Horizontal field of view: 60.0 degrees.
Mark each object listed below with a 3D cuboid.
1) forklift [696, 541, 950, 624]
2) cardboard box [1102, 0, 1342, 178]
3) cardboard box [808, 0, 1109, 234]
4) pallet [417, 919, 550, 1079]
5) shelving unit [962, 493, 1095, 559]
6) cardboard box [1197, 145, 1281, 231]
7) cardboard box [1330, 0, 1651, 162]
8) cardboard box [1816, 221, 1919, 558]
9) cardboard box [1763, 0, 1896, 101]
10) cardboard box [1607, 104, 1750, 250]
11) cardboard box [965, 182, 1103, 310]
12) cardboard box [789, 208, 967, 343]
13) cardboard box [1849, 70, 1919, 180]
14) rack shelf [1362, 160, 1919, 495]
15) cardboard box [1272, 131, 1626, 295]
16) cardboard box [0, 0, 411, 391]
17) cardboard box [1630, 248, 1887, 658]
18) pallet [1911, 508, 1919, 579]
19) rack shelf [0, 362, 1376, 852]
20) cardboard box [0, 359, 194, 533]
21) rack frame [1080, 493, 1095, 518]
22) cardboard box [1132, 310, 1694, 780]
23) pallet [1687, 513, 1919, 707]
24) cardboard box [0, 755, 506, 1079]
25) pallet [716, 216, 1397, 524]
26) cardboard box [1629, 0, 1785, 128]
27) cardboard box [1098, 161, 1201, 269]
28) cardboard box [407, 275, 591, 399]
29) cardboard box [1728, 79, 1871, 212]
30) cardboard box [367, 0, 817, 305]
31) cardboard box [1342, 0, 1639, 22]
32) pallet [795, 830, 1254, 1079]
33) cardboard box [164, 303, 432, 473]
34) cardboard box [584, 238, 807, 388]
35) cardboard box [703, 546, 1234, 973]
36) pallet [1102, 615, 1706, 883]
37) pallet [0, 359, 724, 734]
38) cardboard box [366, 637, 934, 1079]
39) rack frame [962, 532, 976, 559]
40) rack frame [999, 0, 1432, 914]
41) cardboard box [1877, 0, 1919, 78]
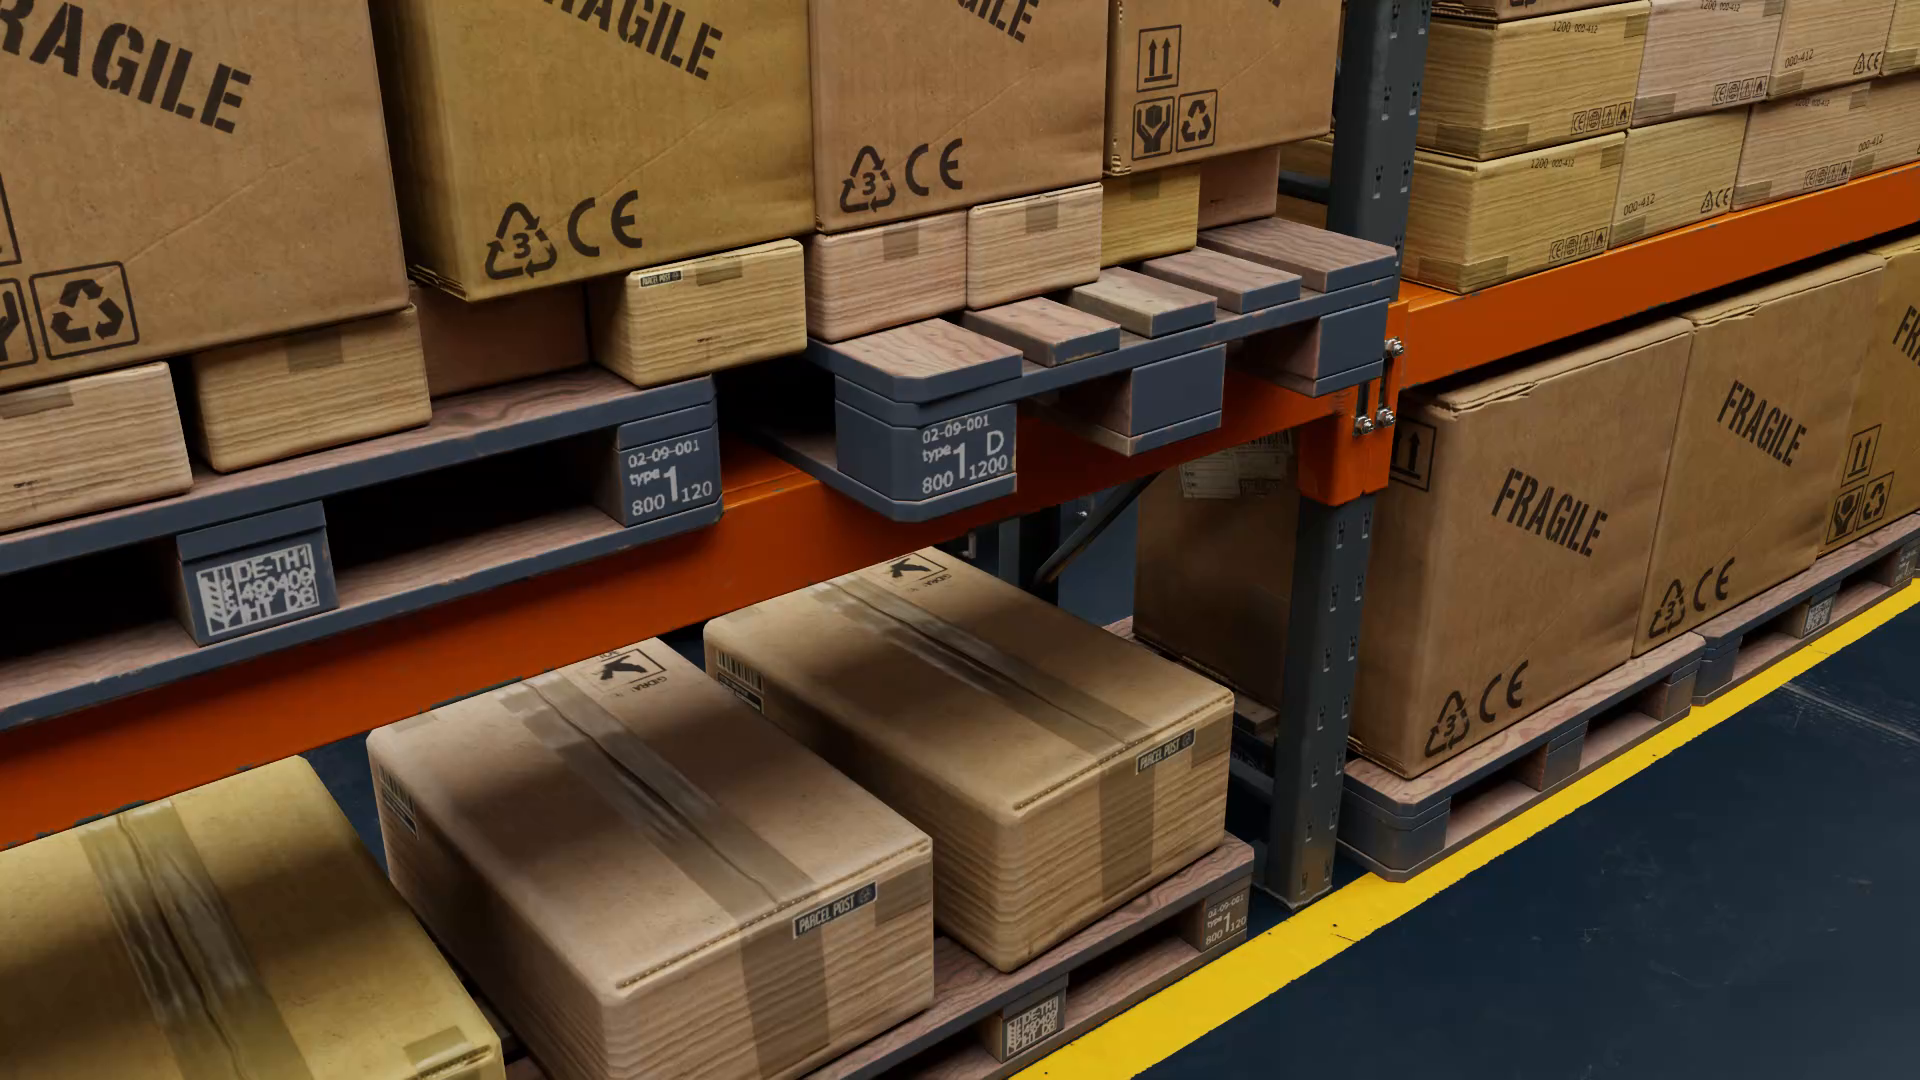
[{"bbox_3d":[-1.598,-1.205,4.364,3.031,2.935,1.130,-4,25,-10],"label":"forklift"},{"bbox_3d":[0.262,-0.907,2.671,0.500,0.500,0.500,-19,31,-35],"label":"cardboard box"},{"bbox_3d":[-0.138,-0.769,2.374,0.500,0.500,0.500,-19,31,-35],"label":"cardboard box"},{"bbox_3d":[-1.127,1.036,2.767,1.213,0.211,1.003,-18,31,-34],"label":"pallet"},{"bbox_3d":[0.164,-0.589,5.094,0.503,1.200,0.258,-18,30,-34],"label":"shelving unit"},{"bbox_3d":[0.336,-0.660,2.909,0.250,0.149,0.380,-17,30,-32],"label":"cardboard box"},{"bbox_3d":[1.000,-0.955,3.329,0.500,0.250,0.500,-19,31,-34],"label":"cardboard box"},{"bbox_3d":[2.452,-0.588,4.978,0.875,0.875,0.875,-17,30,-33],"label":"cardboard box"},{"bbox_3d":[1.807,-1.214,3.888,0.500,0.250,0.500,-18,31,-34],"label":"cardboard box"},{"bbox_3d":[1.382,-0.862,3.722,0.500,0.250,0.500,-19,31,-35],"label":"cardboard box"},{"bbox_3d":[-0.001,-0.486,2.534,0.250,0.149,0.380,-19,31,-34],"label":"cardboard box"},{"bbox_3d":[-0.204,-0.423,2.399,0.250,0.149,0.380,-20,32,-36],"label":"cardboard box"},{"bbox_3d":[2.185,-1.125,4.290,0.500,0.250,0.500,-18,31,-34],"label":"cardboard box"},{"bbox_3d":[2.022,-0.940,4.567,4.000,0.370,1.077,-18,31,-34],"label":"rack shelf"},{"bbox_3d":[0.989,-0.722,3.422,0.500,0.250,0.500,-19,31,-35],"label":"cardboard box"},{"bbox_3d":[-0.964,-0.496,1.785,0.500,0.500,0.500,-20,31,-36],"label":"cardboard box"},{"bbox_3d":[1.748,-0.356,4.478,0.875,0.875,0.875,-18,30,-33],"label":"cardboard box"},{"bbox_3d":[3.035,-0.295,5.636,1.213,0.211,1.003,-18,31,-34],"label":"pallet"},{"bbox_3d":[-1.125,0.099,2.328,4.000,0.370,1.077,-18,31,-34],"label":"rack shelf"},{"bbox_3d":[-1.027,-0.152,1.815,0.250,0.149,0.380,-17,30,-32],"label":"cardboard box"},{"bbox_3d":[0.356,-0.652,5.230,0.015,1.200,0.240,-18,30,-34],"label":"rack frame"},{"bbox_3d":[1.043,-0.125,3.982,0.875,0.875,0.875,-19,31,-34],"label":"cardboard box"},{"bbox_3d":[2.075,0.023,4.949,1.213,0.211,1.003,-18,31,-34],"label":"pallet"},{"bbox_3d":[-1.178,0.788,2.612,0.625,0.372,0.950,-17,30,-32],"label":"cardboard box"},{"bbox_3d":[-0.047,-0.439,2.861,1.003,0.211,1.213,-18,31,-34],"label":"pallet"},{"bbox_3d":[1.407,-1.089,3.618,0.500,0.250,0.500,-17,30,-33],"label":"cardboard box"},{"bbox_3d":[0.169,-0.566,2.707,0.250,0.149,0.380,-18,30,-33],"label":"cardboard box"},{"bbox_3d":[-0.688,-0.324,2.184,0.250,0.149,0.380,-18,30,-34],"label":"cardboard box"},{"bbox_3d":[1.798,-0.996,4.011,0.500,0.250,0.500,-17,30,-32],"label":"cardboard box"},{"bbox_3d":[-0.534,-0.638,2.090,0.500,0.500,0.500,-21,32,-37],"label":"cardboard box"},{"bbox_3d":[0.987,-1.293,3.166,0.500,0.500,0.500,-19,31,-36],"label":"cardboard box"},{"bbox_3d":[-0.167,0.721,3.446,1.213,0.211,1.003,-18,31,-34],"label":"pallet"},{"bbox_3d":[-0.835,-0.231,1.985,0.250,0.149,0.380,-19,31,-36],"label":"cardboard box"},{"bbox_3d":[-0.412,-0.347,2.235,0.250,0.149,0.380,-18,30,-33],"label":"cardboard box"},{"bbox_3d":[-0.002,0.398,3.451,0.625,0.372,0.950,-21,32,-37],"label":"cardboard box"},{"bbox_3d":[1.115,0.338,4.270,1.213,0.211,1.003,-18,31,-34],"label":"pallet"},{"bbox_3d":[-1.084,-0.132,2.199,1.213,0.211,1.003,-18,31,-34],"label":"pallet"},{"bbox_3d":[-0.578,0.593,3.033,0.625,0.372,0.950,-19,31,-35],"label":"cardboard box"},{"bbox_3d":[-0.029,-0.526,4.959,0.015,1.200,0.240,-18,30,-34],"label":"rack frame"},{"bbox_3d":[0.448,-0.747,3.296,0.127,3.000,1.000,-18,31,-34],"label":"rack frame"},{"bbox_3d":[2.214,-1.342,4.162,0.500,0.250,0.500,-18,30,-33],"label":"cardboard box"}]
